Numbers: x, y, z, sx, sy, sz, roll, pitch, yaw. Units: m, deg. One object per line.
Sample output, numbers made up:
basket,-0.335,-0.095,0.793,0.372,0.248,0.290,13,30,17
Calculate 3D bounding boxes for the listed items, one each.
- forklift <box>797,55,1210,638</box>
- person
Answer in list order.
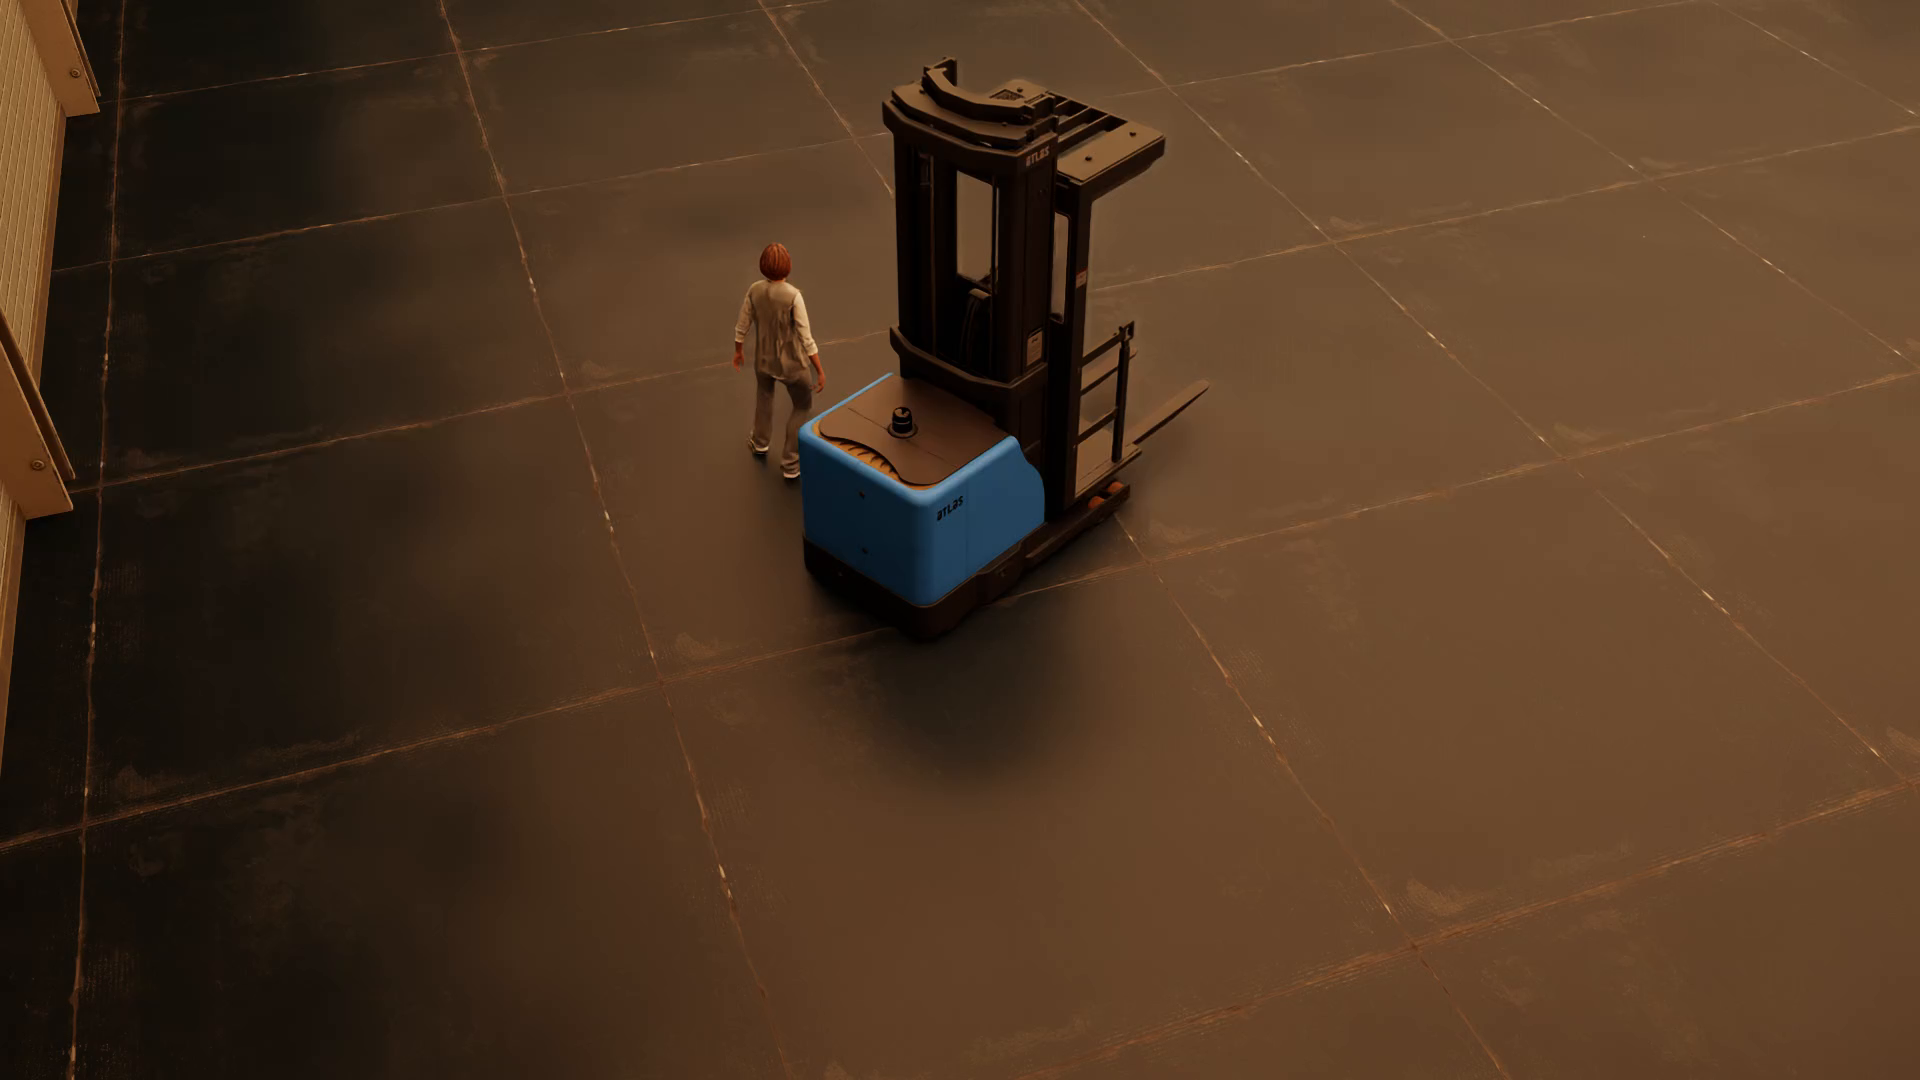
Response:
forklift,0.425,-1.426,9.695,1.130,2.935,3.031,30,48,31
person,-1.136,-1.117,10.401,0.725,1.563,0.397,17,43,19
